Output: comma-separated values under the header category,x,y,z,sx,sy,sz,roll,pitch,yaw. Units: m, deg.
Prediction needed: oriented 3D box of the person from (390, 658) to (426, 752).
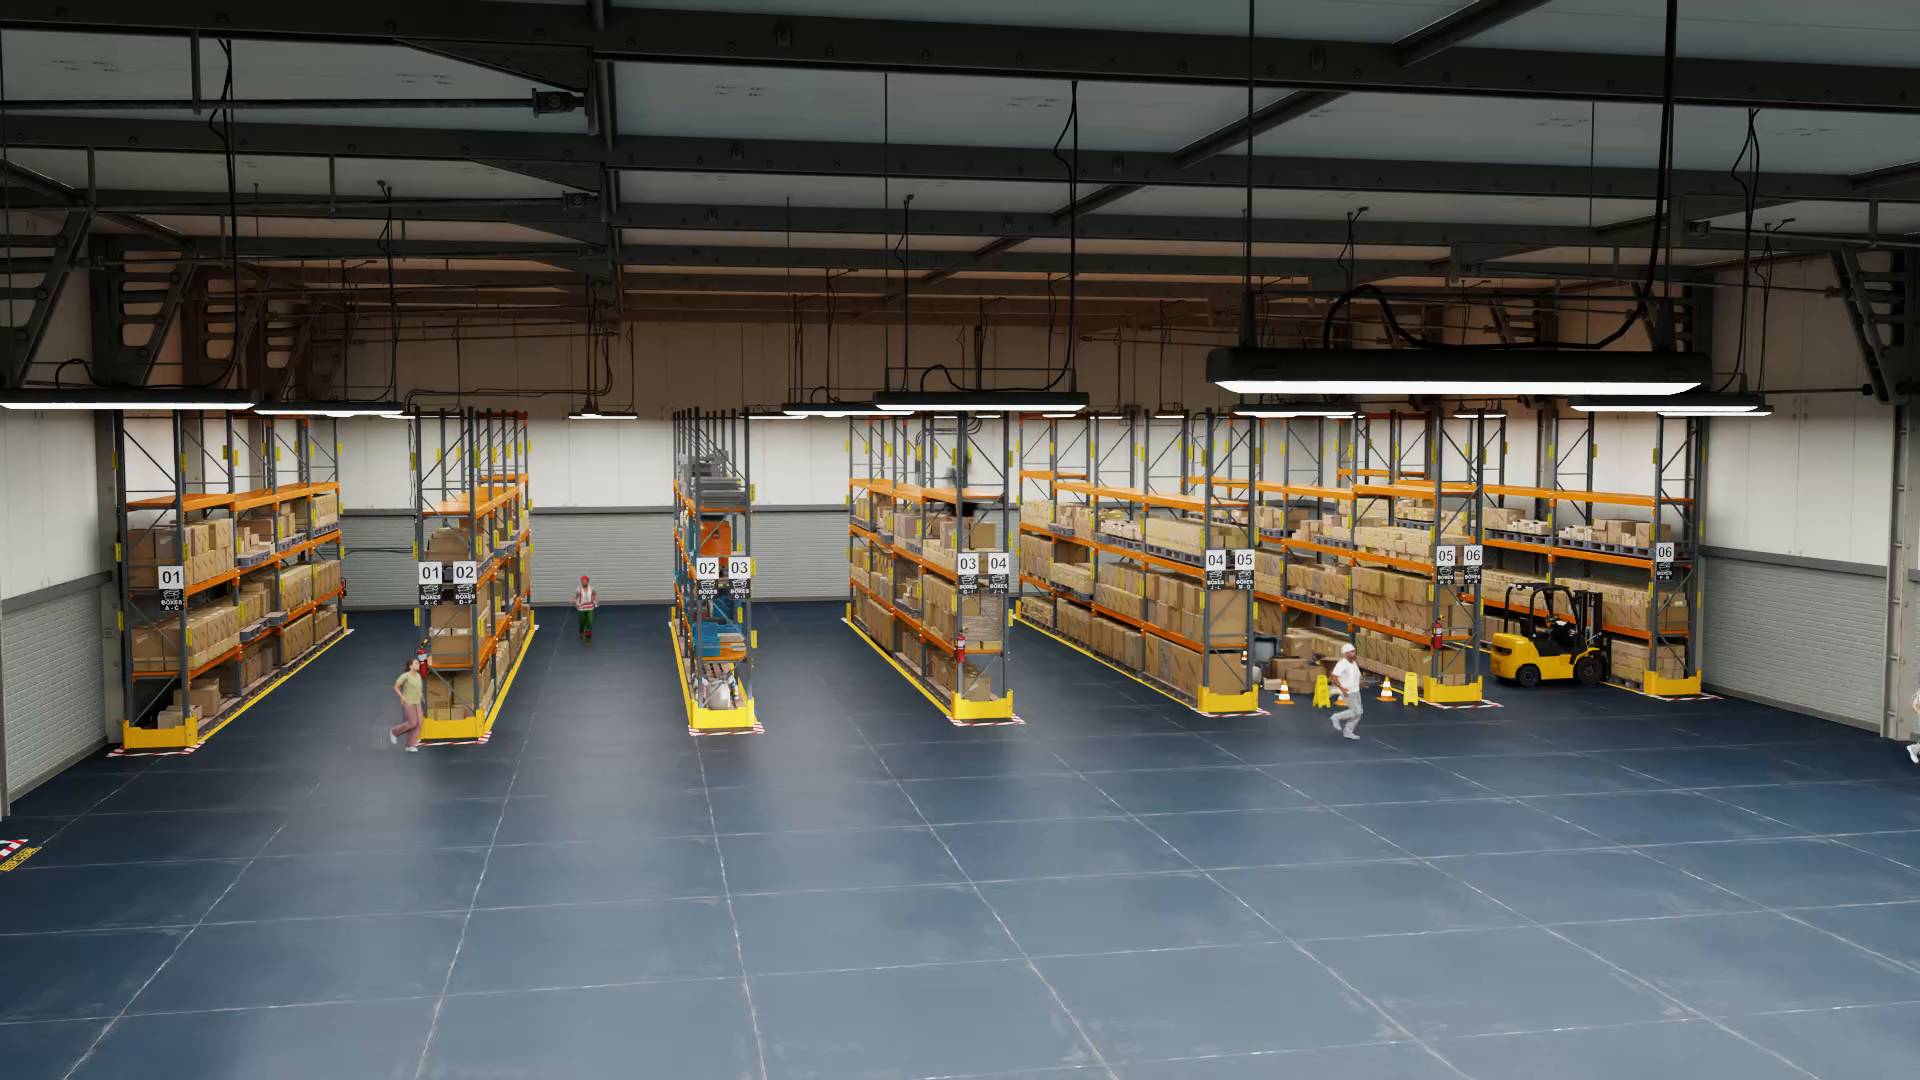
category,x,y,z,sx,sy,sz,roll,pitch,yaw
person,-9.566,2.848,29.036,0.654,1.557,0.620,2,4,25

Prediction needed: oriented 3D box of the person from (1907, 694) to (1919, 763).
category,x,y,z,sx,sy,sz,roll,pitch,yaw
person,15.700,2.998,26.964,0.565,1.649,0.747,-2,5,-26

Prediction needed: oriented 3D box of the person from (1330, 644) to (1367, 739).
category,x,y,z,sx,sy,sz,roll,pitch,yaw
person,7.028,2.734,30.084,0.577,1.714,0.718,3,5,39

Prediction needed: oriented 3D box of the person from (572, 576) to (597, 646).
category,x,y,z,sx,sy,sz,roll,pitch,yaw
person,-9.601,1.804,42.644,0.658,1.779,0.928,-2,4,-22
